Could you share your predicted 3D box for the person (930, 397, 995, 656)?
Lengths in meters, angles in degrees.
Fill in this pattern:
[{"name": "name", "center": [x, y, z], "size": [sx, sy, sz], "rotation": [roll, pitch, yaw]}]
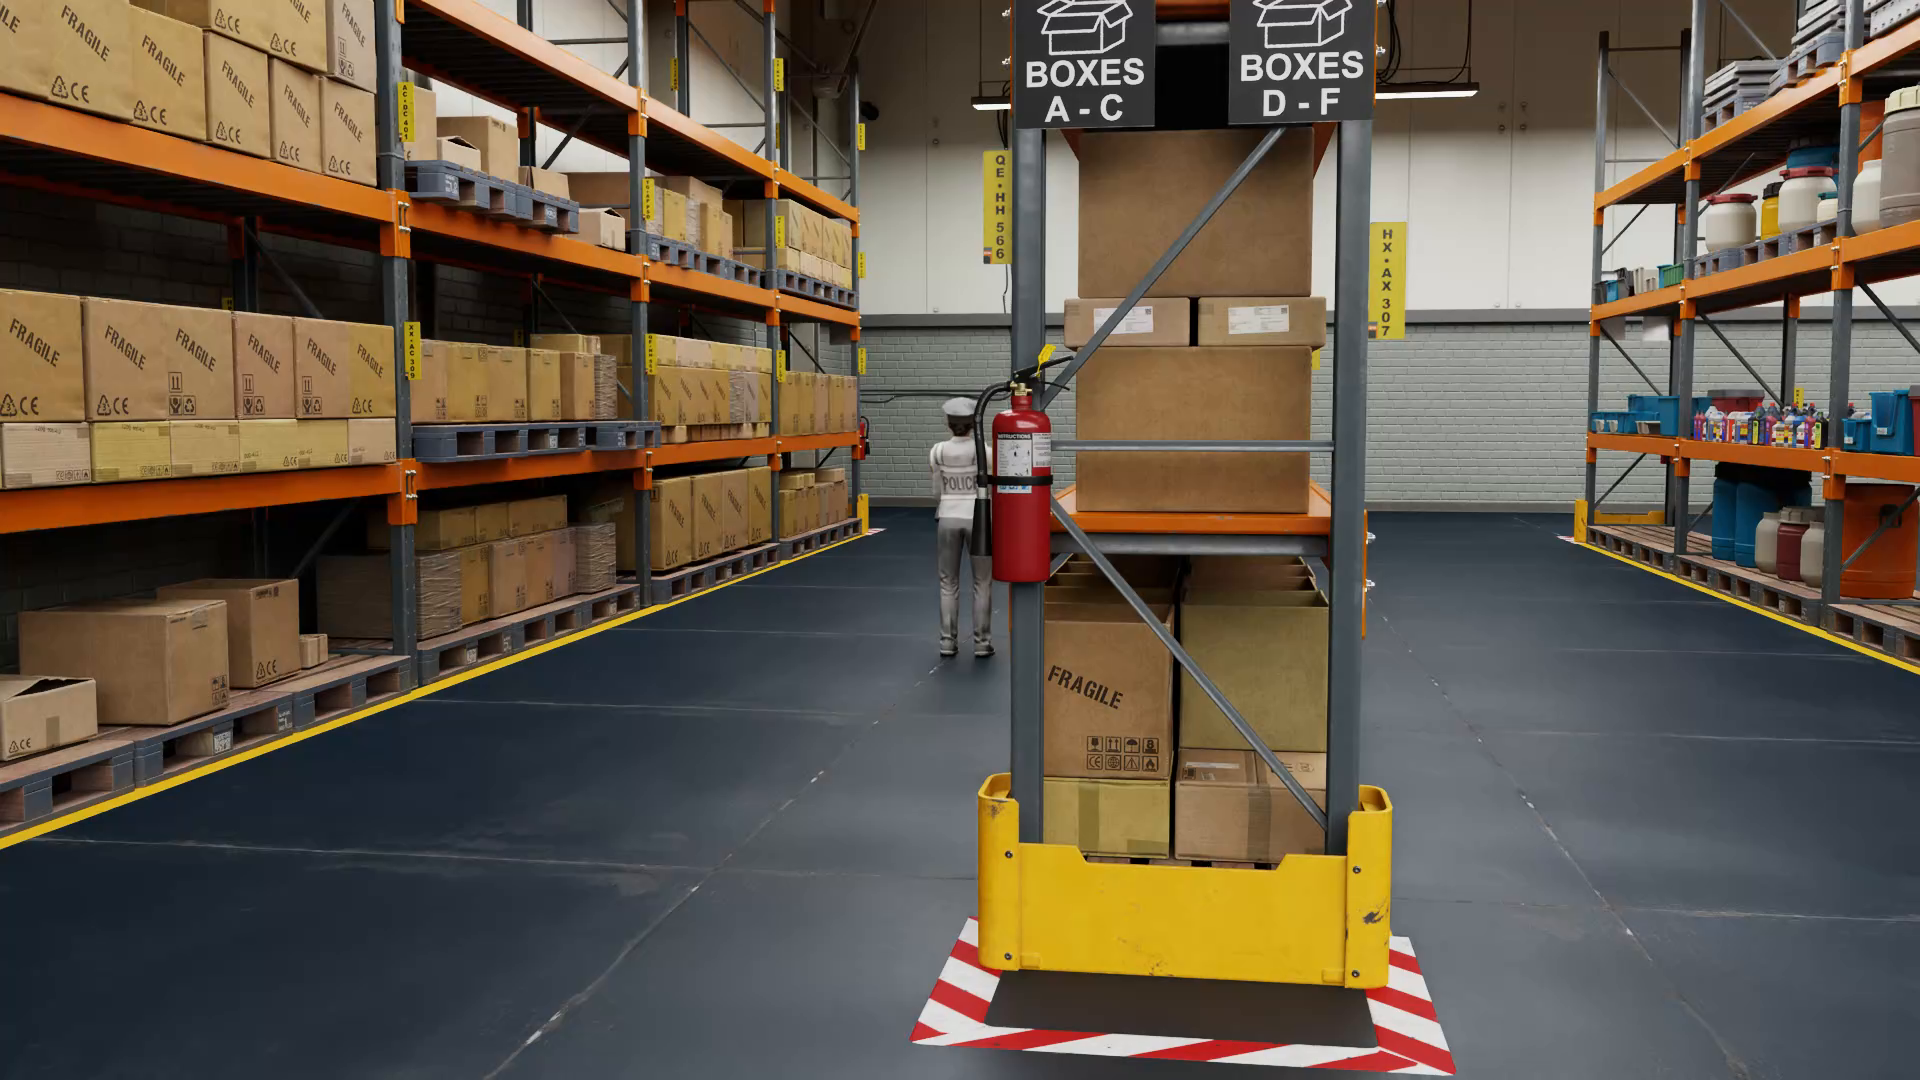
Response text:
[{"name": "person", "center": [0.048, -0.091, 10.901], "size": [0.459, 1.686, 0.549], "rotation": [1, 5, 10]}]
